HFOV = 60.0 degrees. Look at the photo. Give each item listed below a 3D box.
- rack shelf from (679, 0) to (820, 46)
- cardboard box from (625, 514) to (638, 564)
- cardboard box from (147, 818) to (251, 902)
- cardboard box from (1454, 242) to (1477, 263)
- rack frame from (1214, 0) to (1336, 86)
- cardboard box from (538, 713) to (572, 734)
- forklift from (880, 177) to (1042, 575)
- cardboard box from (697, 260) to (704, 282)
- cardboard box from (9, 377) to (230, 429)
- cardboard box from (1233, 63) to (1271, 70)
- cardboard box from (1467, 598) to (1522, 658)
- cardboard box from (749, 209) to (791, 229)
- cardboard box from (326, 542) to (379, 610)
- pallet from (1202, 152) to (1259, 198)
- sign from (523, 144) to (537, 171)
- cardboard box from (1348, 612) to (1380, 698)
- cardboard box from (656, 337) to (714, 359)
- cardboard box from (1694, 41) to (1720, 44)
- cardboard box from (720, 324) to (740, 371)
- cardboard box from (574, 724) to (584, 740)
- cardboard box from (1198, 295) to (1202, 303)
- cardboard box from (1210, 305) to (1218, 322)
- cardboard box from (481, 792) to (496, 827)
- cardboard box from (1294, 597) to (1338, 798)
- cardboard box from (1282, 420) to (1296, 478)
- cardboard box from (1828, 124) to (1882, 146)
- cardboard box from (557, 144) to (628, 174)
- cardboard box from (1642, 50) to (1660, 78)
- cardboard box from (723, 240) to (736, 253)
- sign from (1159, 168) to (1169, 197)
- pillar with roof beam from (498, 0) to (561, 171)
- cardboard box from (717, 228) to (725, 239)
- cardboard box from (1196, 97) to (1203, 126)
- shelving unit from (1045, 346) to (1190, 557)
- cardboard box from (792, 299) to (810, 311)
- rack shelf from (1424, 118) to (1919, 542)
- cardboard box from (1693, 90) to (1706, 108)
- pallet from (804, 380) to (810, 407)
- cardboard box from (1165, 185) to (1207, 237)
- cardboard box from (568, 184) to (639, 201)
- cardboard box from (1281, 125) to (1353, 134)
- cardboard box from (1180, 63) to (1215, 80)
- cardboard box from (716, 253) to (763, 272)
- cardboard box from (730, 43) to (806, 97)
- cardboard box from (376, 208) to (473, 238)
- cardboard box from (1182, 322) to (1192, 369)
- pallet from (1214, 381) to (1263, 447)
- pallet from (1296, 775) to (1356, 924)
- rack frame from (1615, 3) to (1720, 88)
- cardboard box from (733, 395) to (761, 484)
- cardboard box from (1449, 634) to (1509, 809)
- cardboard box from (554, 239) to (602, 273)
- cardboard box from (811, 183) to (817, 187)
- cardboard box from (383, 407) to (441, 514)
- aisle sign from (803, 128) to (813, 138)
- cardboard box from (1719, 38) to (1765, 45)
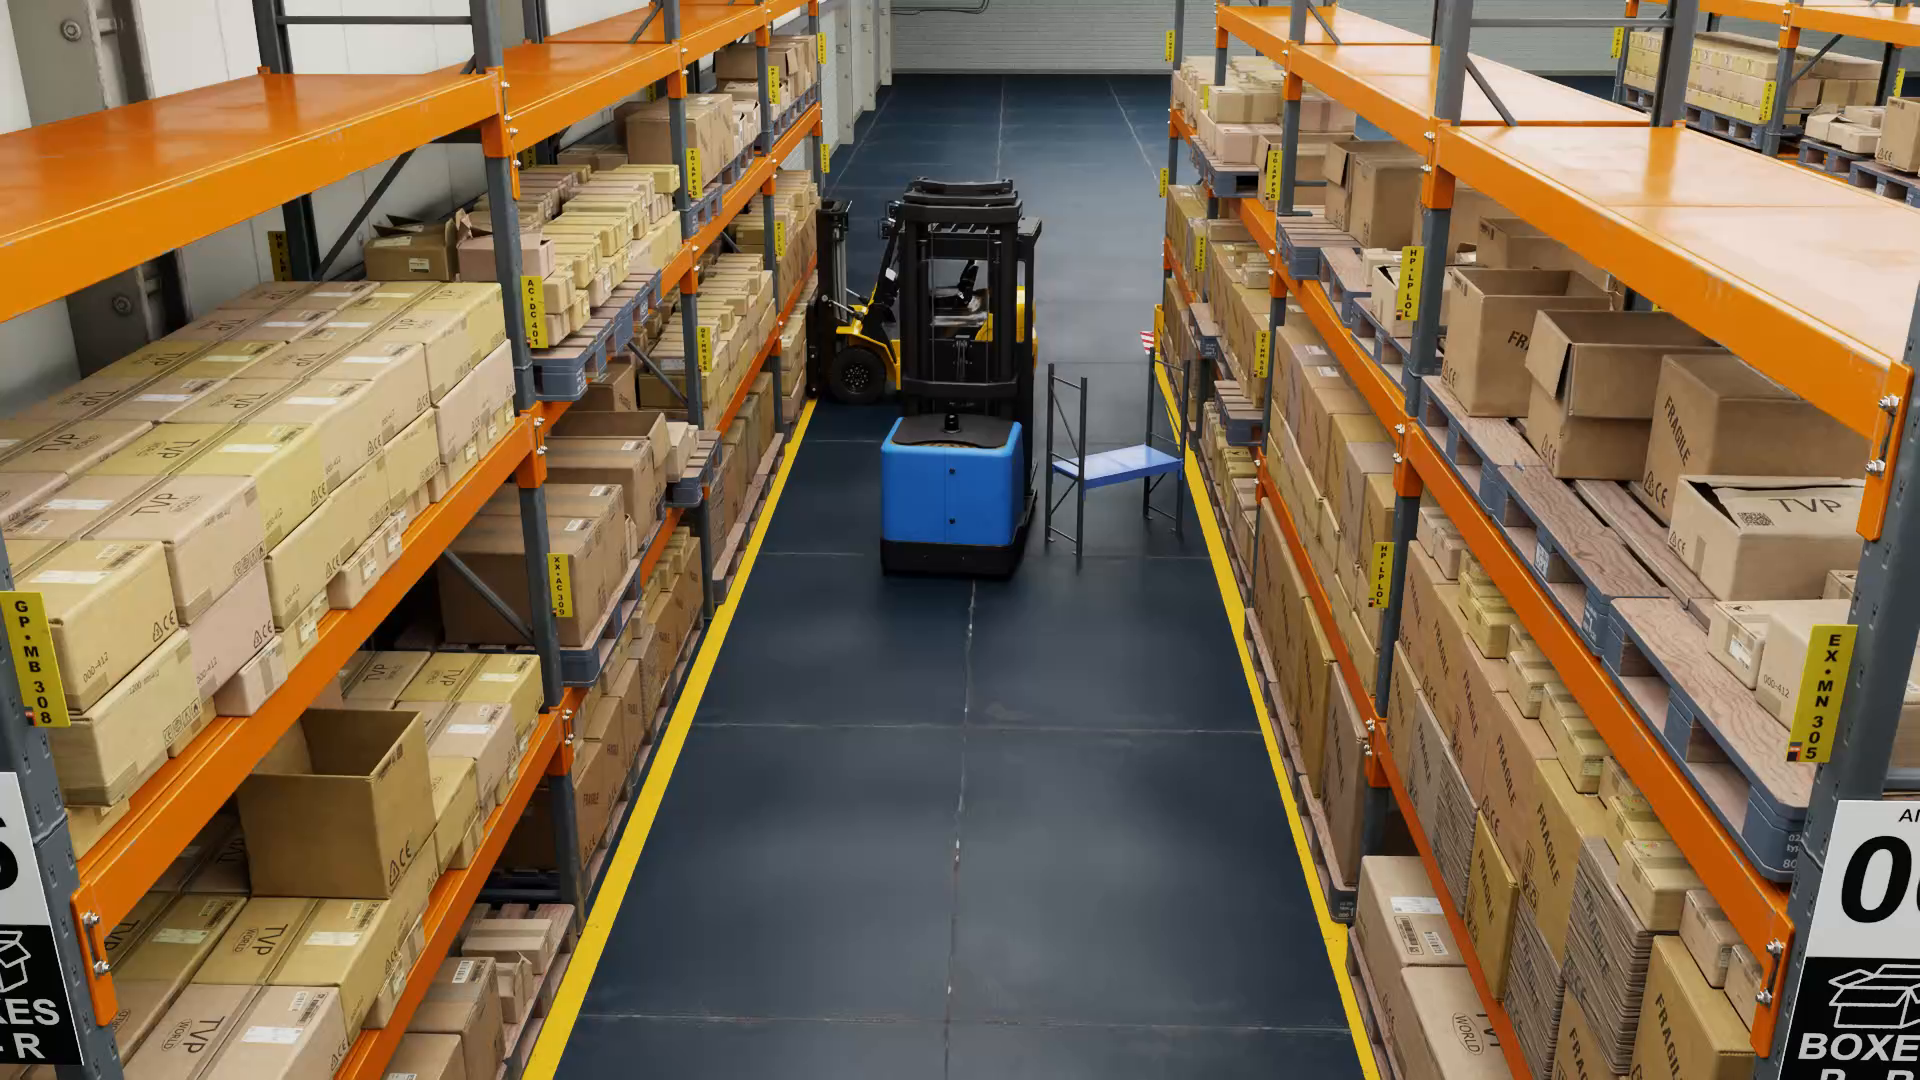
[{"bbox_3d":[-2.146,-5.274,16.522,1.077,0.370,4.000,1,21,2],"label":"rack shelf"},{"bbox_3d":[-2.025,-0.014,9.318,0.396,0.266,0.258,2,21,4],"label":"cardboard box"},{"bbox_3d":[-2.771,1.271,6.197,0.500,0.250,0.500,1,21,2],"label":"cardboard box"},{"bbox_3d":[2.916,-1.518,9.047,0.396,0.266,0.258,2,21,6],"label":"cardboard box"},{"bbox_3d":[2.754,-5.019,14.318,1.000,3.000,0.127,1,21,2],"label":"rack frame"},{"bbox_3d":[-2.234,1.018,8.619,0.380,0.149,0.250,0,21,1],"label":"cardboard box"},{"bbox_3d":[0.084,-1.591,13.870,1.130,2.935,3.031,3,21,7],"label":"forklift"},{"bbox_3d":[-2.493,-2.404,14.835,0.380,0.149,0.250,0,21,0],"label":"cardboard box"},{"bbox_3d":[-2.774,-0.356,5.551,0.500,0.250,0.500,1,21,2],"label":"cardboard box"},{"bbox_3d":[3.066,-4.920,17.453,0.380,0.149,0.250,1,21,2],"label":"cardboard box"},{"bbox_3d":[2.179,0.337,6.390,0.380,0.149,0.250,0,21,0],"label":"cardboard box"},{"bbox_3d":[-1.874,-3.155,16.361,0.380,0.149,0.250,1,21,3],"label":"cardboard box"},{"bbox_3d":[-2.186,0.116,5.578,0.380,0.149,0.250,1,21,2],"label":"cardboard box"},{"bbox_3d":[2.601,-2.936,13.356,1.213,0.211,1.003,1,21,2],"label":"pallet"},{"bbox_3d":[-2.883,-2.515,11.186,0.100,0.325,0.005,1,21,2],"label":"sign"},{"bbox_3d":[2.273,0.575,8.401,0.500,0.250,0.500,0,21,0],"label":"cardboard box"},{"bbox_3d":[-2.018,-1.387,12.215,0.380,0.149,0.250,1,21,3],"label":"cardboard box"},{"bbox_3d":[7.459,-4.969,16.863,0.380,0.149,0.250,0,21,1],"label":"cardboard box"},{"bbox_3d":[-2.021,-1.520,13.110,0.500,0.250,0.500,0,21,0],"label":"cardboard box"},{"bbox_3d":[-2.243,1.056,8.932,0.380,0.149,0.250,0,21,0],"label":"cardboard box"},{"bbox_3d":[2.459,-2.225,15.757,0.380,0.149,0.250,0,21,1],"label":"cardboard box"},{"bbox_3d":[2.405,-2.015,14.634,0.380,0.149,0.250,1,21,3],"label":"cardboard box"},{"bbox_3d":[-2.213,1.135,7.097,0.380,0.149,0.250,1,21,3],"label":"cardboard box"},{"bbox_3d":[2.470,0.913,9.679,0.875,0.875,0.875,1,21,3],"label":"cardboard box"},{"bbox_3d":[2.354,-0.572,10.666,0.500,0.250,0.500,1,21,3],"label":"cardboard box"},{"bbox_3d":[7.425,-3.356,13.807,0.250,0.149,0.380,1,21,2],"label":"cardboard box"},{"bbox_3d":[-2.563,-2.665,11.886,0.500,0.250,0.500,1,21,2],"label":"cardboard box"},{"bbox_3d":[7.541,-5.005,17.506,0.500,0.250,0.500,0,21,1],"label":"cardboard box"},{"bbox_3d":[-2.445,-2.668,16.413,0.500,0.500,0.500,1,21,2],"label":"cardboard box"},{"bbox_3d":[2.334,-4.078,18.989,0.100,0.325,0.005,1,21,2],"label":"sign"},{"bbox_3d":[1.113,-4.060,11.846,9.100,9.000,0.400,1,21,2],"label":"pillar with roof beam"},{"bbox_3d":[-2.451,-2.972,15.890,0.380,0.149,0.250,0,21,0],"label":"cardboard box"},{"bbox_3d":[2.513,-4.035,15.724,0.500,0.250,0.500,0,21,1],"label":"cardboard box"},{"bbox_3d":[1.284,-0.738,13.652,1.048,1.500,0.538,-12,24,-29],"label":"shelving unit"},{"bbox_3d":[-1.826,-2.382,17.652,0.500,0.250,0.500,0,21,1],"label":"cardboard box"},{"bbox_3d":[2.450,-0.882,5.202,1.077,0.370,4.000,1,21,2],"label":"rack shelf"},{"bbox_3d":[7.434,-4.324,16.302,0.380,0.149,0.250,0,21,1],"label":"cardboard box"},{"bbox_3d":[-2.107,-1.705,17.925,1.003,0.211,1.213,1,21,2],"label":"pallet"},{"bbox_3d":[2.584,-3.686,18.625,0.500,0.500,0.500,0,21,1],"label":"cardboard box"},{"bbox_3d":[-2.165,-2.073,10.116,0.380,0.149,0.250,0,21,1],"label":"cardboard box"},{"bbox_3d":[2.844,-3.167,13.317,0.500,0.250,0.500,1,21,2],"label":"cardboard box"},{"bbox_3d":[2.518,-4.925,17.466,0.380,0.149,0.250,1,21,1],"label":"cardboard box"},{"bbox_3d":[-1.996,-2.499,15.081,0.380,0.149,0.250,1,21,3],"label":"cardboard box"},{"bbox_3d":[-1.987,-4.877,17.242,0.700,0.500,0.500,1,21,2],"label":"cardboard box"},{"bbox_3d":[-2.535,-1.446,7.900,0.396,0.266,0.258,1,21,2],"label":"cardboard box"},{"bbox_3d":[2.518,-1.887,16.722,0.500,0.500,0.500,1,21,3],"label":"cardboard box"},{"bbox_3d":[2.548,-0.946,12.378,1.213,0.211,1.003,1,21,2],"label":"pallet"},{"bbox_3d":[2.459,1.690,9.174,1.003,0.211,1.213,1,21,2],"label":"pallet"},{"bbox_3d":[7.827,-6.448,17.999,1.000,3.000,0.127,1,21,2],"label":"rack frame"},{"bbox_3d":[-2.243,-0.895,14.685,0.875,0.625,0.625,0,21,1],"label":"cardboard box"},{"bbox_3d":[2.206,0.695,6.365,0.500,0.500,0.500,1,21,3],"label":"cardboard box"},{"bbox_3d":[-2.035,-1.431,8.433,0.380,0.149,0.250,0,21,1],"label":"cardboard box"},{"bbox_3d":[-1.816,-3.943,18.802,0.380,0.149,0.250,1,21,2],"label":"cardboard box"},{"bbox_3d":[-2.247,-0.300,6.098,0.500,0.250,0.500,1,21,3],"label":"cardboard box"},{"bbox_3d":[-1.790,-4.954,18.851,0.394,0.787,0.004,1,21,2],"label":"aisle sign"},{"bbox_3d":[8.132,-5.144,17.313,0.380,0.149,0.250,1,21,3],"label":"cardboard box"}]
